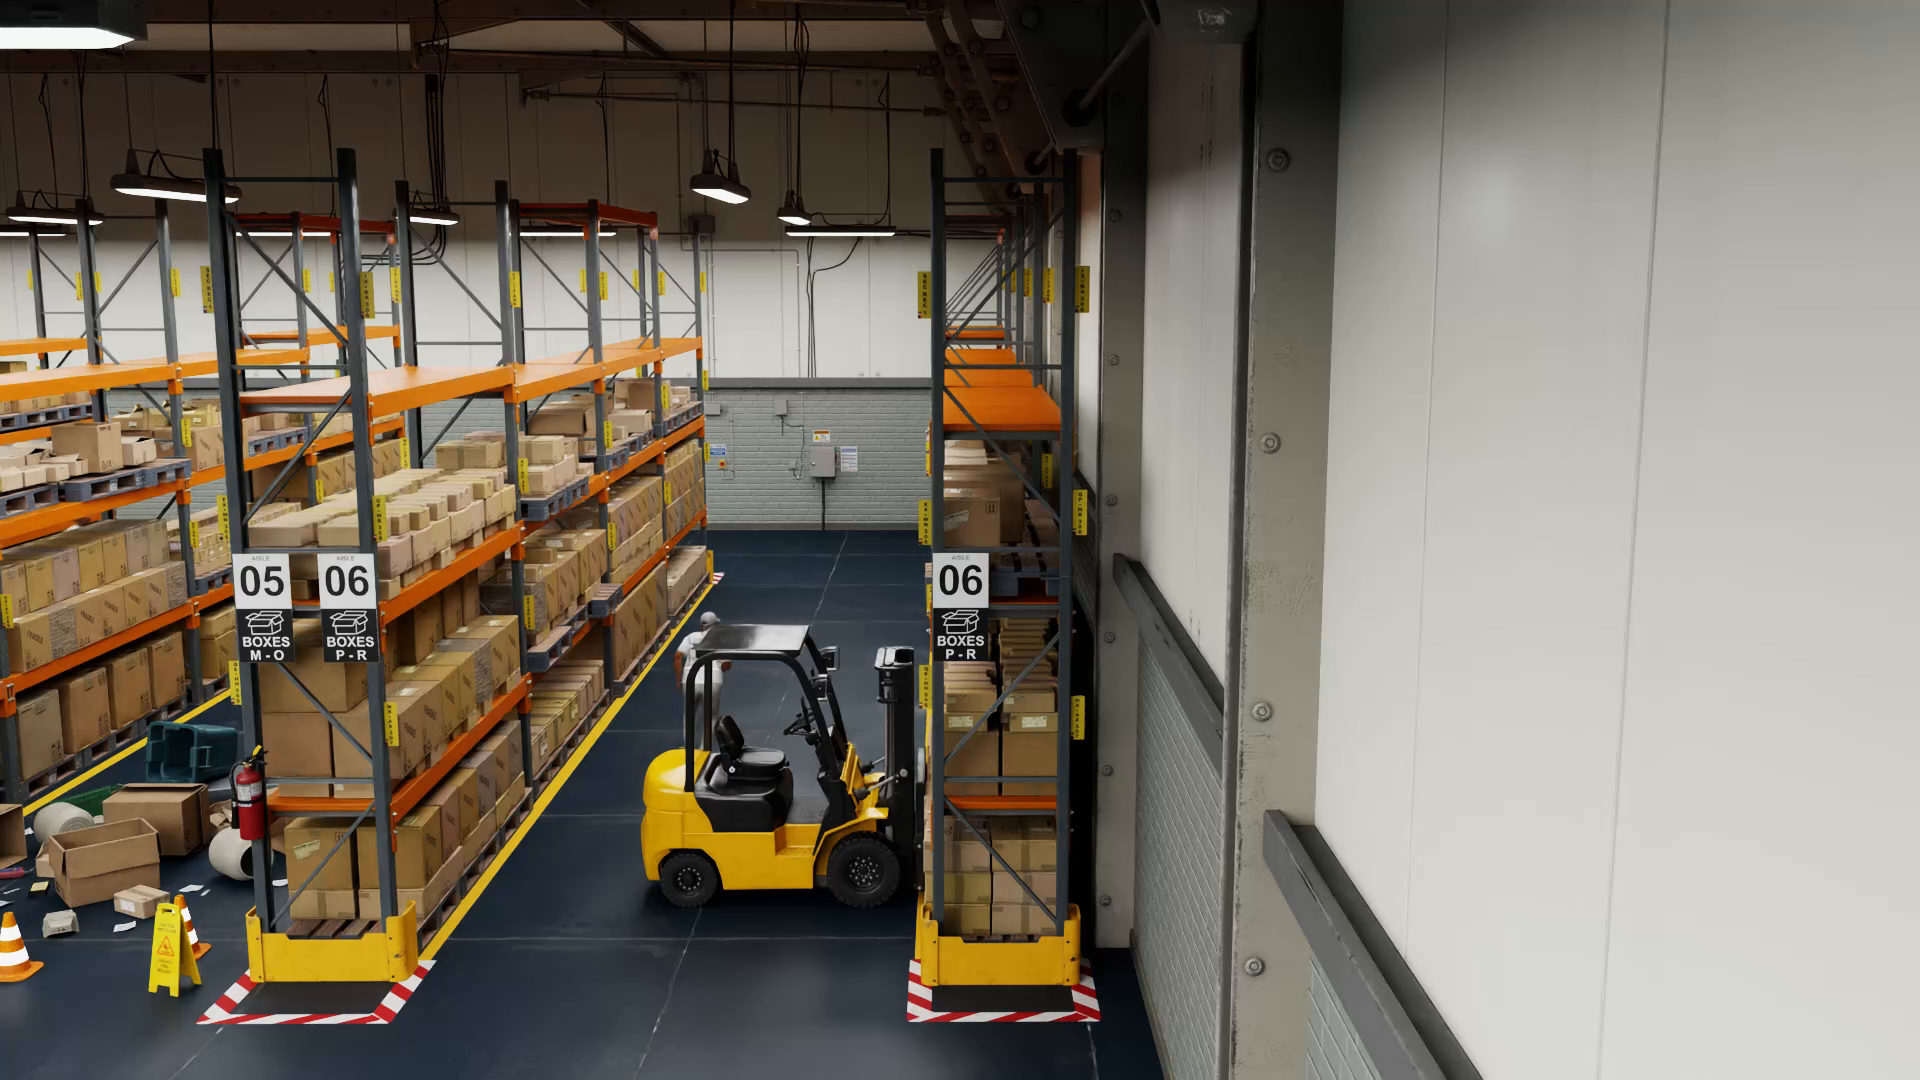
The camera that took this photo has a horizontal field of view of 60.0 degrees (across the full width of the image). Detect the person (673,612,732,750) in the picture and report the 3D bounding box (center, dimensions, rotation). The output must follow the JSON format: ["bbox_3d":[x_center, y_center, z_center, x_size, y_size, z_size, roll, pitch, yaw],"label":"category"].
[{"bbox_3d":[-2.762,1.562,17.905,0.606,1.554,0.717,0,9,1],"label":"person"}]

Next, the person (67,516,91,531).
[{"bbox_3d":[-12.861,0.400,24.291,0.556,1.762,0.504,4,10,25],"label":"person"}]
